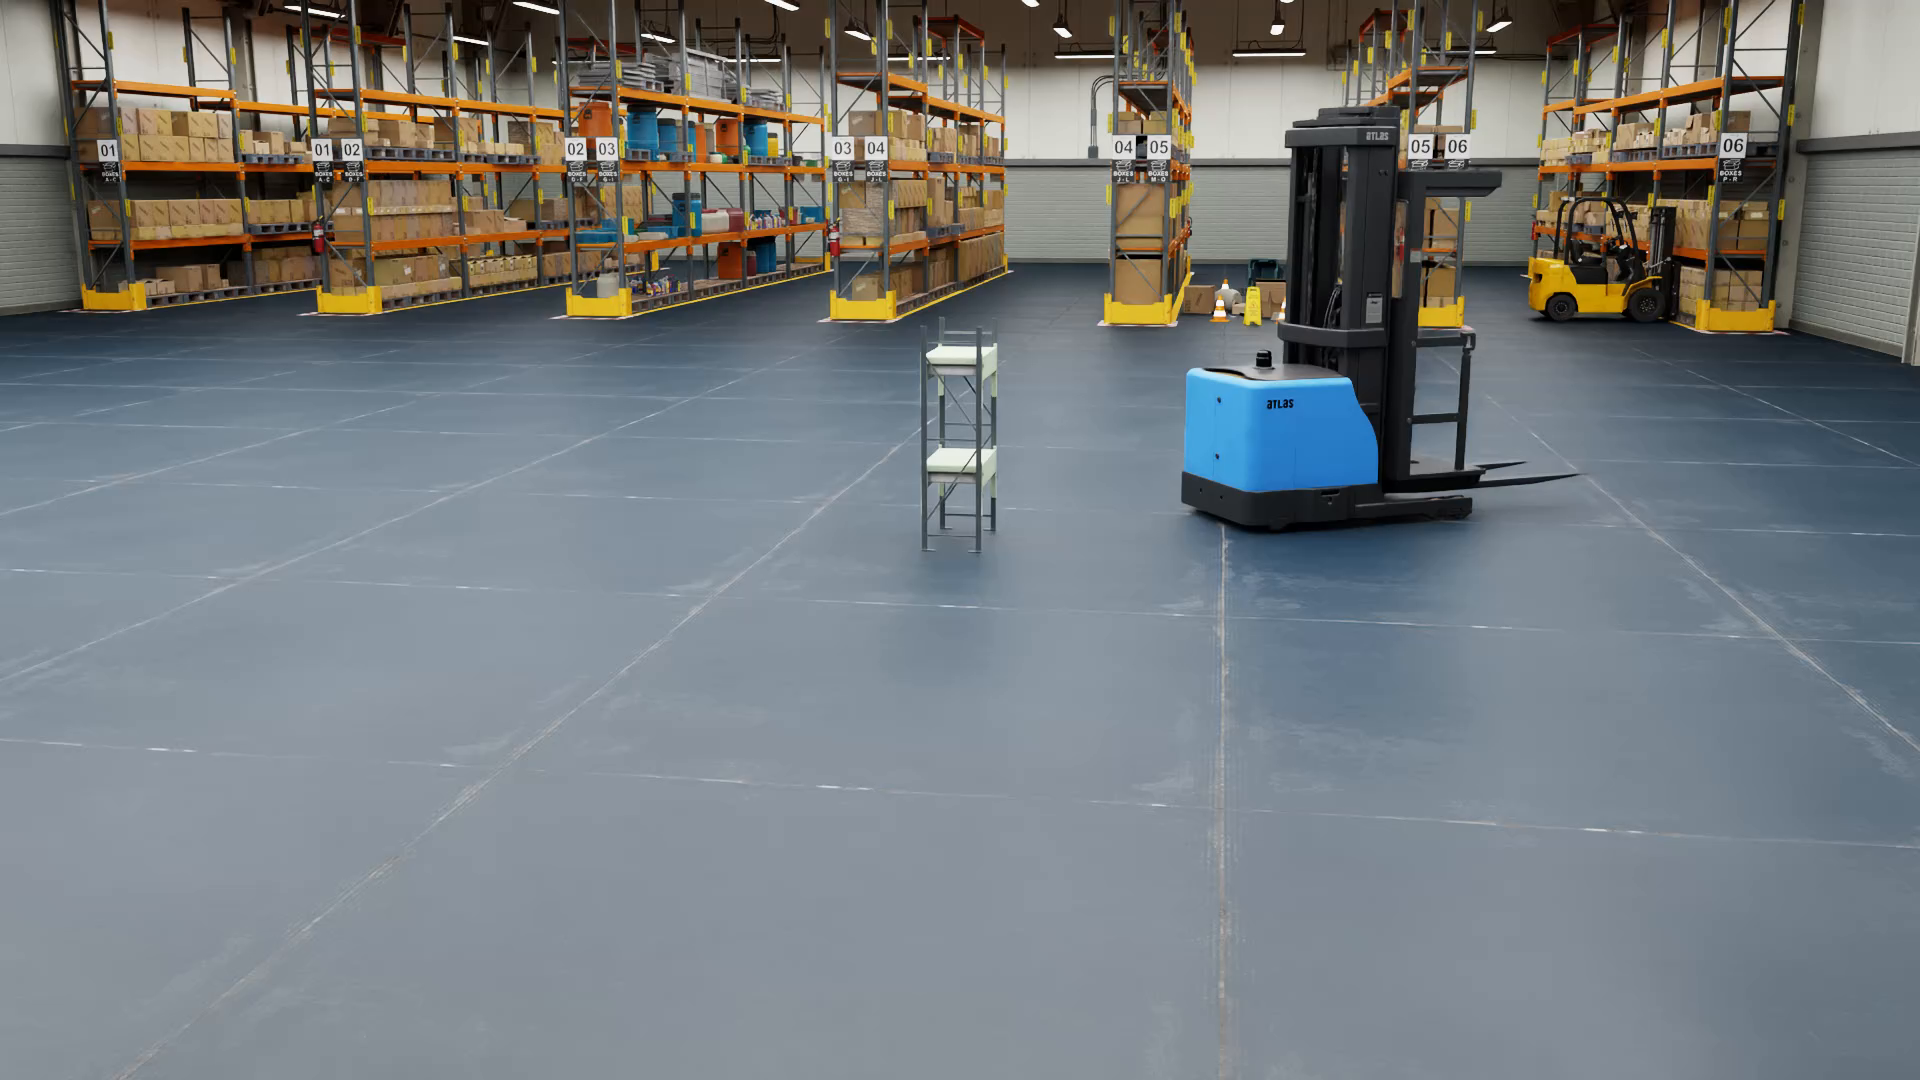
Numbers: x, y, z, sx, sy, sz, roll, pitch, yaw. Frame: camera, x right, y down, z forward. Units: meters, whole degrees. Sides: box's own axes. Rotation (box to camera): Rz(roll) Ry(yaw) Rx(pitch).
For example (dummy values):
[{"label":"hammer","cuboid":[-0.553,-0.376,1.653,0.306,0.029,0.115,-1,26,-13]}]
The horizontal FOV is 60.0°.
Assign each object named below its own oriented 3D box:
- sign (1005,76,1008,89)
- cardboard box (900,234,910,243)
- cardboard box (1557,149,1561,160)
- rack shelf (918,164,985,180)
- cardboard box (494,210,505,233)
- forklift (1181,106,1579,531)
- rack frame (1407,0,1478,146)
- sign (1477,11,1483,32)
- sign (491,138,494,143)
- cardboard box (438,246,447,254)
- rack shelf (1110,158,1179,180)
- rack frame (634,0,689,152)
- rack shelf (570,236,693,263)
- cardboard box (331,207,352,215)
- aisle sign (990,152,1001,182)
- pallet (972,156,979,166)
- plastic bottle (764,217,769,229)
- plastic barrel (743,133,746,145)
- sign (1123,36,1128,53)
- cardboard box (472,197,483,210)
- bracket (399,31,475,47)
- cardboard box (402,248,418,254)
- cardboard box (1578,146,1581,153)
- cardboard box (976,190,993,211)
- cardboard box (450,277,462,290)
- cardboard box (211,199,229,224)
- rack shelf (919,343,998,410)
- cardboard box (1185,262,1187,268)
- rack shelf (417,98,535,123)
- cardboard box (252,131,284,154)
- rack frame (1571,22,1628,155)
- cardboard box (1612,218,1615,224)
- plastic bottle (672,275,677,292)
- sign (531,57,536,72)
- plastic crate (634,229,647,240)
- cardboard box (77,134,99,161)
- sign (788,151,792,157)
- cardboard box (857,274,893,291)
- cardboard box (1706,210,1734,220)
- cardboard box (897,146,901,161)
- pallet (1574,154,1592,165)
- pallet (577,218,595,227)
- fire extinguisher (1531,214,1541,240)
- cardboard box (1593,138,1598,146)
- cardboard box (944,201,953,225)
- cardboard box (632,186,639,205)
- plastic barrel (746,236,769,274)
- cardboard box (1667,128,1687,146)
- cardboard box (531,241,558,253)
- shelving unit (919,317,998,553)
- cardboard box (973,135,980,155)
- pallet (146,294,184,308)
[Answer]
[{"label":"sign","cuboid":[1.231,-12.203,44.350,0.100,0.325,0.005,2,12,9]},{"label":"cardboard box","cuboid":[-1.158,-5.702,31.430,0.380,0.149,0.250,2,12,9]},{"label":"cardboard box","cuboid":[14.766,-9.343,40.257,0.500,0.250,0.500,2,12,10]},{"label":"rack shelf","cuboid":[-0.226,-8.661,39.148,1.077,0.370,4.000,2,12,9]},{"label":"cardboard box","cuboid":[-10.563,-7.151,37.316,0.500,0.500,0.500,1,12,6]},{"label":"forklift","cuboid":[3.229,-1.672,12.293,3.031,2.935,1.130,-5,13,-21]},{"label":"rack frame","cuboid":[8.028,-8.076,27.607,1.000,3.000,0.127,2,12,9]},{"label":"sign","cuboid":[8.565,-8.554,27.419,0.100,0.325,0.005,2,12,9]},{"label":"sign","cuboid":[-10.857,-9.189,38.663,0.100,0.325,0.005,2,12,9]},{"label":"cardboard box","cuboid":[-14.304,-7.684,44.965,0.700,0.500,0.500,2,12,8]},{"label":"rack shelf","cuboid":[3.429,-6.814,30.578,1.077,0.370,4.000,2,12,9]},{"label":"rack frame","cuboid":[-6.043,-9.390,33.706,1.000,3.000,0.127,2,12,9]},{"label":"rack shelf","cuboid":[-6.350,-5.690,32.482,1.077,0.370,4.000,2,12,9]},{"label":"cardboard box","cuboid":[-11.681,-6.238,31.541,0.380,0.149,0.250,2,12,8]},{"label":"aisle sign","cuboid":[1.005,-10.071,44.935,0.394,0.787,0.004,2,12,9]},{"label":"pallet","cuboid":[-0.010,-9.143,40.132,0.805,0.209,1.217,1,12,6]},{"label":"plastic bottle","cuboid":[-4.743,-7.712,40.455,0.152,0.276,0.135,2,12,9]},{"label":"plastic barrel","cuboid":[-5.304,-9.402,39.562,0.433,0.535,0.433,0,12,0]},{"label":"sign","cuboid":[3.199,-9.558,32.081,0.100,0.325,0.005,2,12,9]},{"label":"cardboard box","cuboid":[-14.055,-9.317,46.893,0.980,0.700,0.700,2,12,11]},{"label":"bracket","cuboid":[-14.537,-13.921,46.186,0.076,0.066,4.783,2,12,9]},{"label":"cardboard box","cuboid":[-14.573,-7.459,43.089,0.750,0.750,0.750,2,12,9]},{"label":"cardboard box","cuboid":[14.185,-8.817,37.528,0.380,0.149,0.250,2,12,8]},{"label":"cardboard box","cuboid":[0.567,-8.703,42.628,0.500,0.500,0.500,1,12,7]},{"label":"cardboard box","cuboid":[-10.792,-5.376,34.851,0.500,0.250,0.500,2,12,9]},{"label":"cardboard box","cuboid":[-15.670,-6.869,34.776,0.500,0.500,0.500,2,12,8]},{"label":"rack shelf","cuboid":[-0.001,-1.113,11.247,0.431,0.370,0.720,2,12,9]},{"label":"cardboard box","cuboid":[5.768,-7.252,43.793,0.380,0.149,0.250,2,12,10]},{"label":"rack shelf","cuboid":[-10.629,-9.421,36.504,1.077,0.370,4.000,2,12,9]},{"label":"cardboard box","cuboid":[-15.479,-8.867,37.164,0.500,0.500,0.500,1,12,7]},{"label":"rack frame","cuboid":[14.779,-10.414,38.456,1.000,3.000,0.127,2,12,9]},{"label":"cardboard box","cuboid":[13.776,-6.631,34.312,0.500,0.250,0.500,2,12,10]},{"label":"plastic bottle","cuboid":[-5.857,-5.234,33.905,0.144,0.351,0.185,2,12,7]},{"label":"sign","cuboid":[-9.772,-10.901,38.123,0.100,0.325,0.005,2,12,9]},{"label":"plastic crate","cuboid":[-6.530,-6.081,33.091,0.450,0.188,0.662,2,12,9]},{"label":"cardboard box","cuboid":[-16.633,-7.566,32.076,0.500,0.500,0.500,3,12,13]},{"label":"sign","cuboid":[-4.269,-9.575,41.664,0.100,0.325,0.005,2,12,9]},{"label":"cardboard box","cuboid":[-1.593,-4.703,31.132,0.500,0.500,0.500,5,13,23]},{"label":"cardboard box","cuboid":[12.710,-5.431,27.795,0.380,0.149,0.250,2,12,9]},{"label":"cardboard box","cuboid":[-1.361,-7.057,30.355,0.500,0.250,0.500,2,12,7]},{"label":"pallet","cuboid":[14.453,-8.506,37.170,1.213,0.211,1.003,2,12,9]},{"label":"pallet","cuboid":[-9.937,-8.028,42.078,1.003,0.211,1.213,2,12,9]},{"label":"fire extinguisher","cuboid":[14.960,-8.139,43.211,0.296,0.674,0.183,2,12,9]},{"label":"cardboard box","cuboid":[14.124,-8.733,36.480,0.380,0.149,0.250,2,12,9]},{"label":"cardboard box","cuboid":[-0.564,-7.151,36.320,0.700,0.500,0.500,4,13,17]},{"label":"cardboard box","cuboid":[-9.040,-9.340,45.100,0.500,0.500,0.500,2,12,10]},{"label":"plastic barrel","cuboid":[-5.022,-7.042,41.035,0.600,0.901,0.708,2,12,9]},{"label":"cardboard box","cuboid":[13.180,-7.328,30.232,0.500,0.311,0.500,2,12,10]},{"label":"cardboard box","cuboid":[-10.252,-7.238,41.070,0.500,0.250,0.500,2,12,8]},{"label":"shelving unit","cuboid":[-0.001,-0.732,11.329,0.431,1.500,0.755,2,12,9]},{"label":"cardboard box","cuboid":[0.143,-9.897,41.704,0.700,0.500,0.500,1,12,5]},{"label":"pallet","cuboid":[-16.275,-4.767,33.110,1.003,0.211,1.213,2,12,9]}]
